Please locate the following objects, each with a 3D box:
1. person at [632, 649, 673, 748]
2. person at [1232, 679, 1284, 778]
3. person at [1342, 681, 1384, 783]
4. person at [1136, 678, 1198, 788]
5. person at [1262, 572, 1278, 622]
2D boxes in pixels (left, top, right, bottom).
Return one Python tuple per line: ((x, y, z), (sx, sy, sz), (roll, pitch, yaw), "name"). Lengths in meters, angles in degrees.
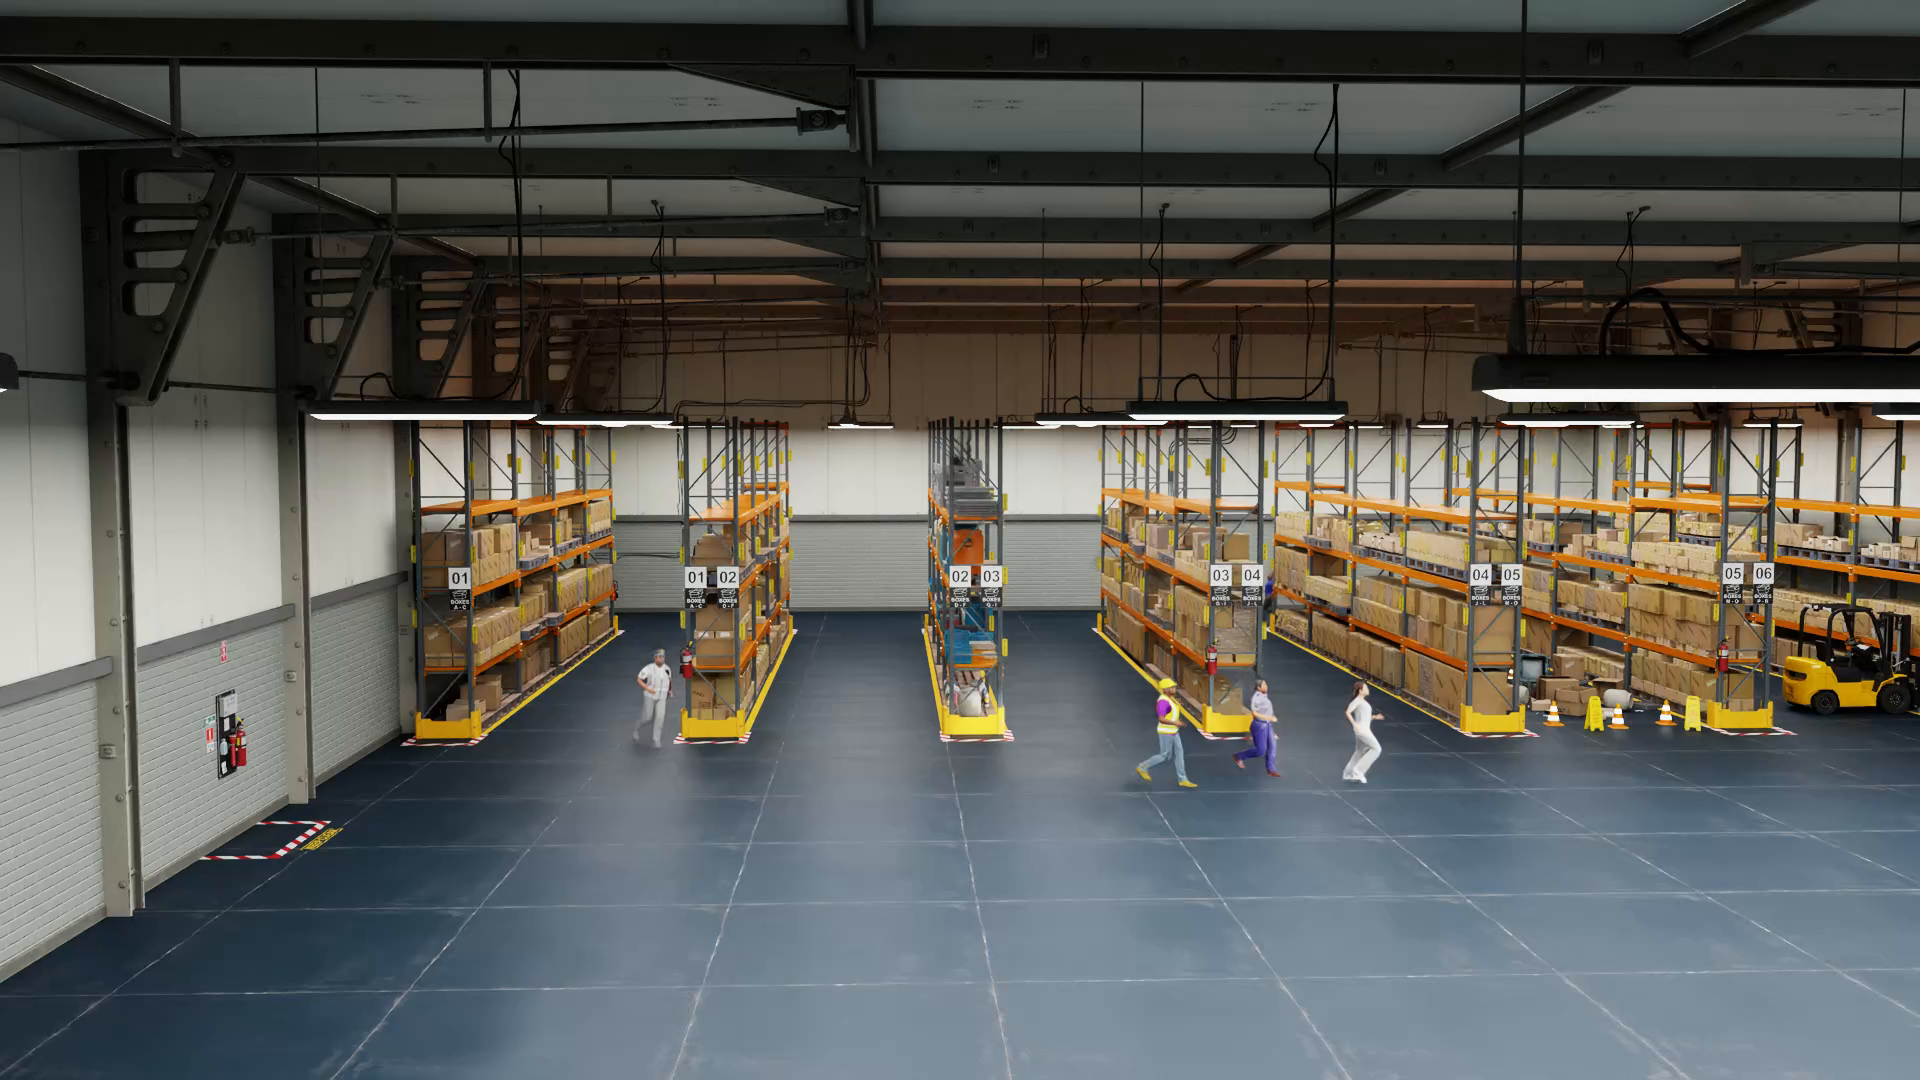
((-5.535, 2.865, 30.372), (0.728, 1.740, 0.948), (-2, 4, -33), "person")
((4.960, 3.115, 27.549), (0.849, 1.639, 0.607), (2, 4, 24), "person")
((6.563, 3.120, 27.050), (0.653, 1.634, 0.538), (1, 4, 18), "person")
((3.320, 3.088, 26.651), (0.977, 1.754, 0.709), (1, 4, 20), "person")
((9.104, 1.723, 49.106), (0.761, 1.595, 0.651), (1, 4, 15), "person")
